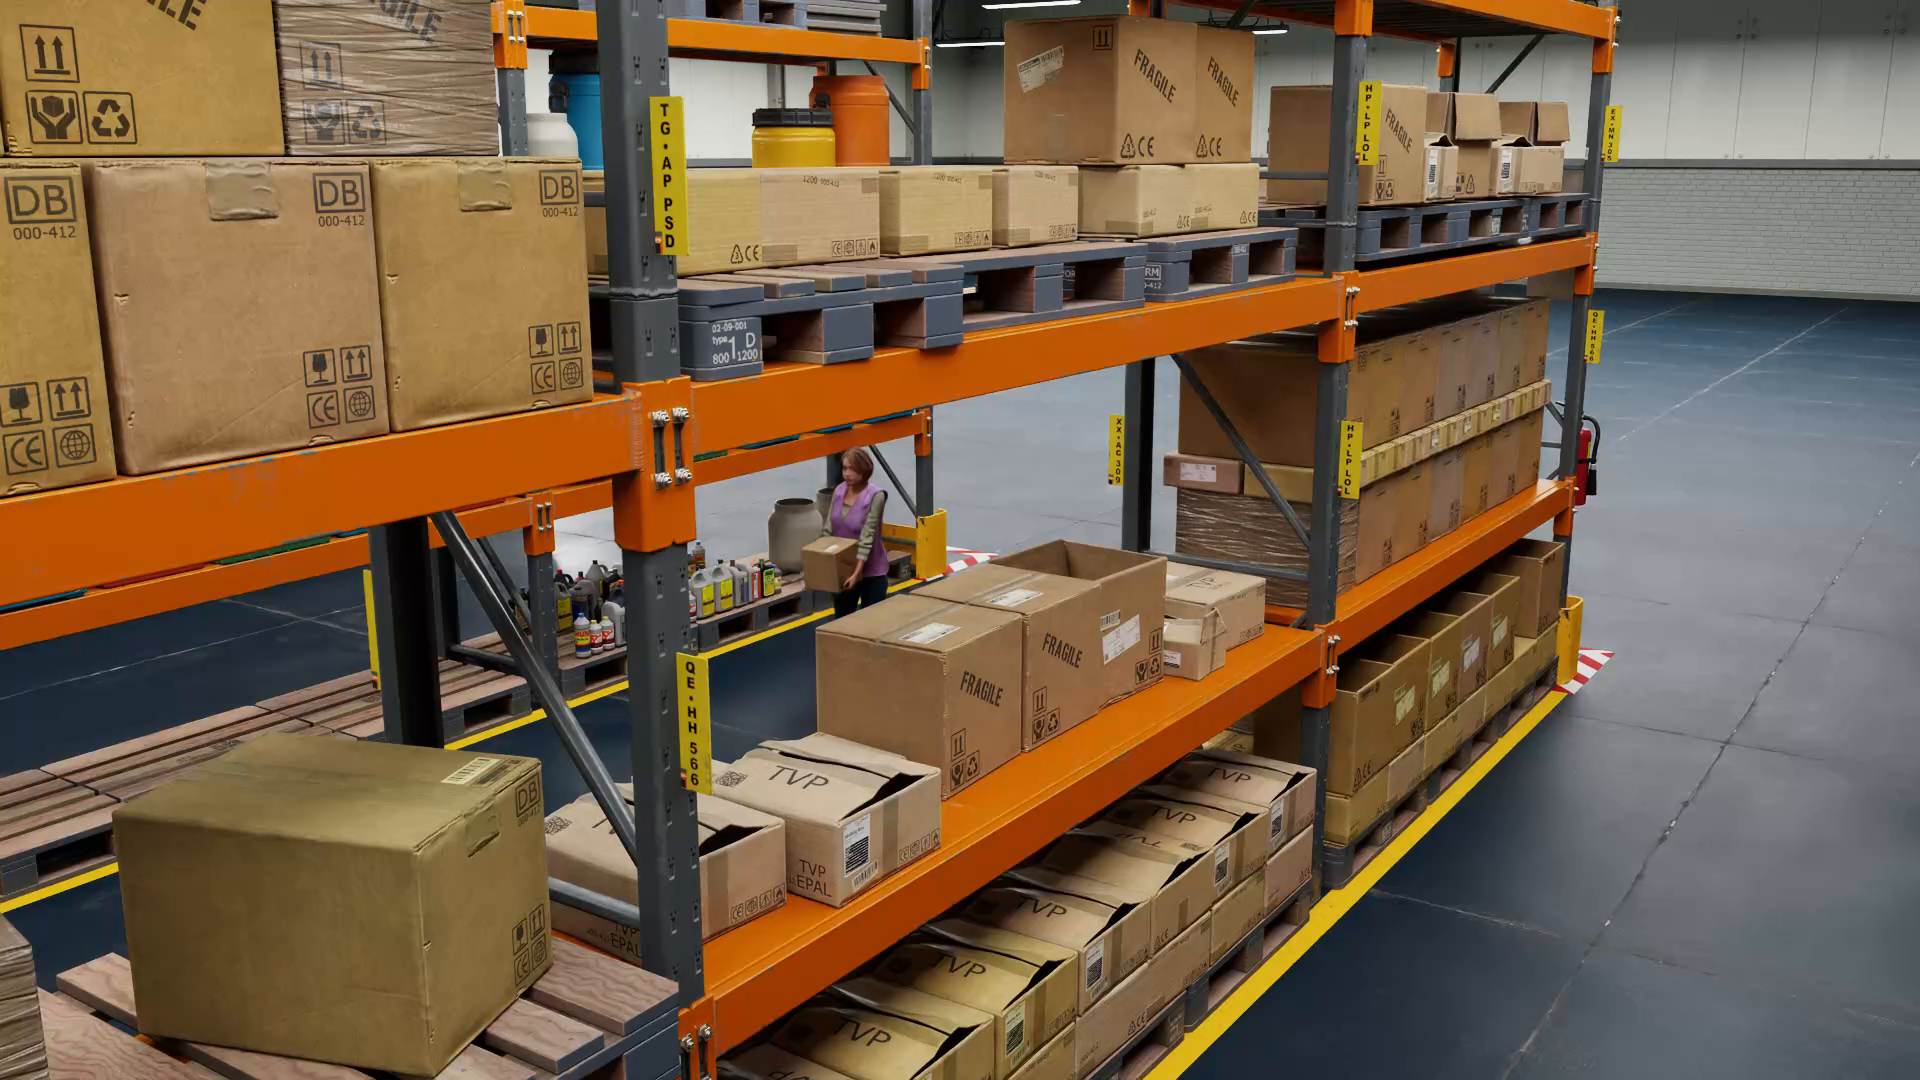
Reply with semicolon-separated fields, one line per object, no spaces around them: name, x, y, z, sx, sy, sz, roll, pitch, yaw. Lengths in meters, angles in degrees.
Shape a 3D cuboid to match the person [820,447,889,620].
person;-0.651;0.230;10.040;0.375;1.598;0.508;8;16;32
